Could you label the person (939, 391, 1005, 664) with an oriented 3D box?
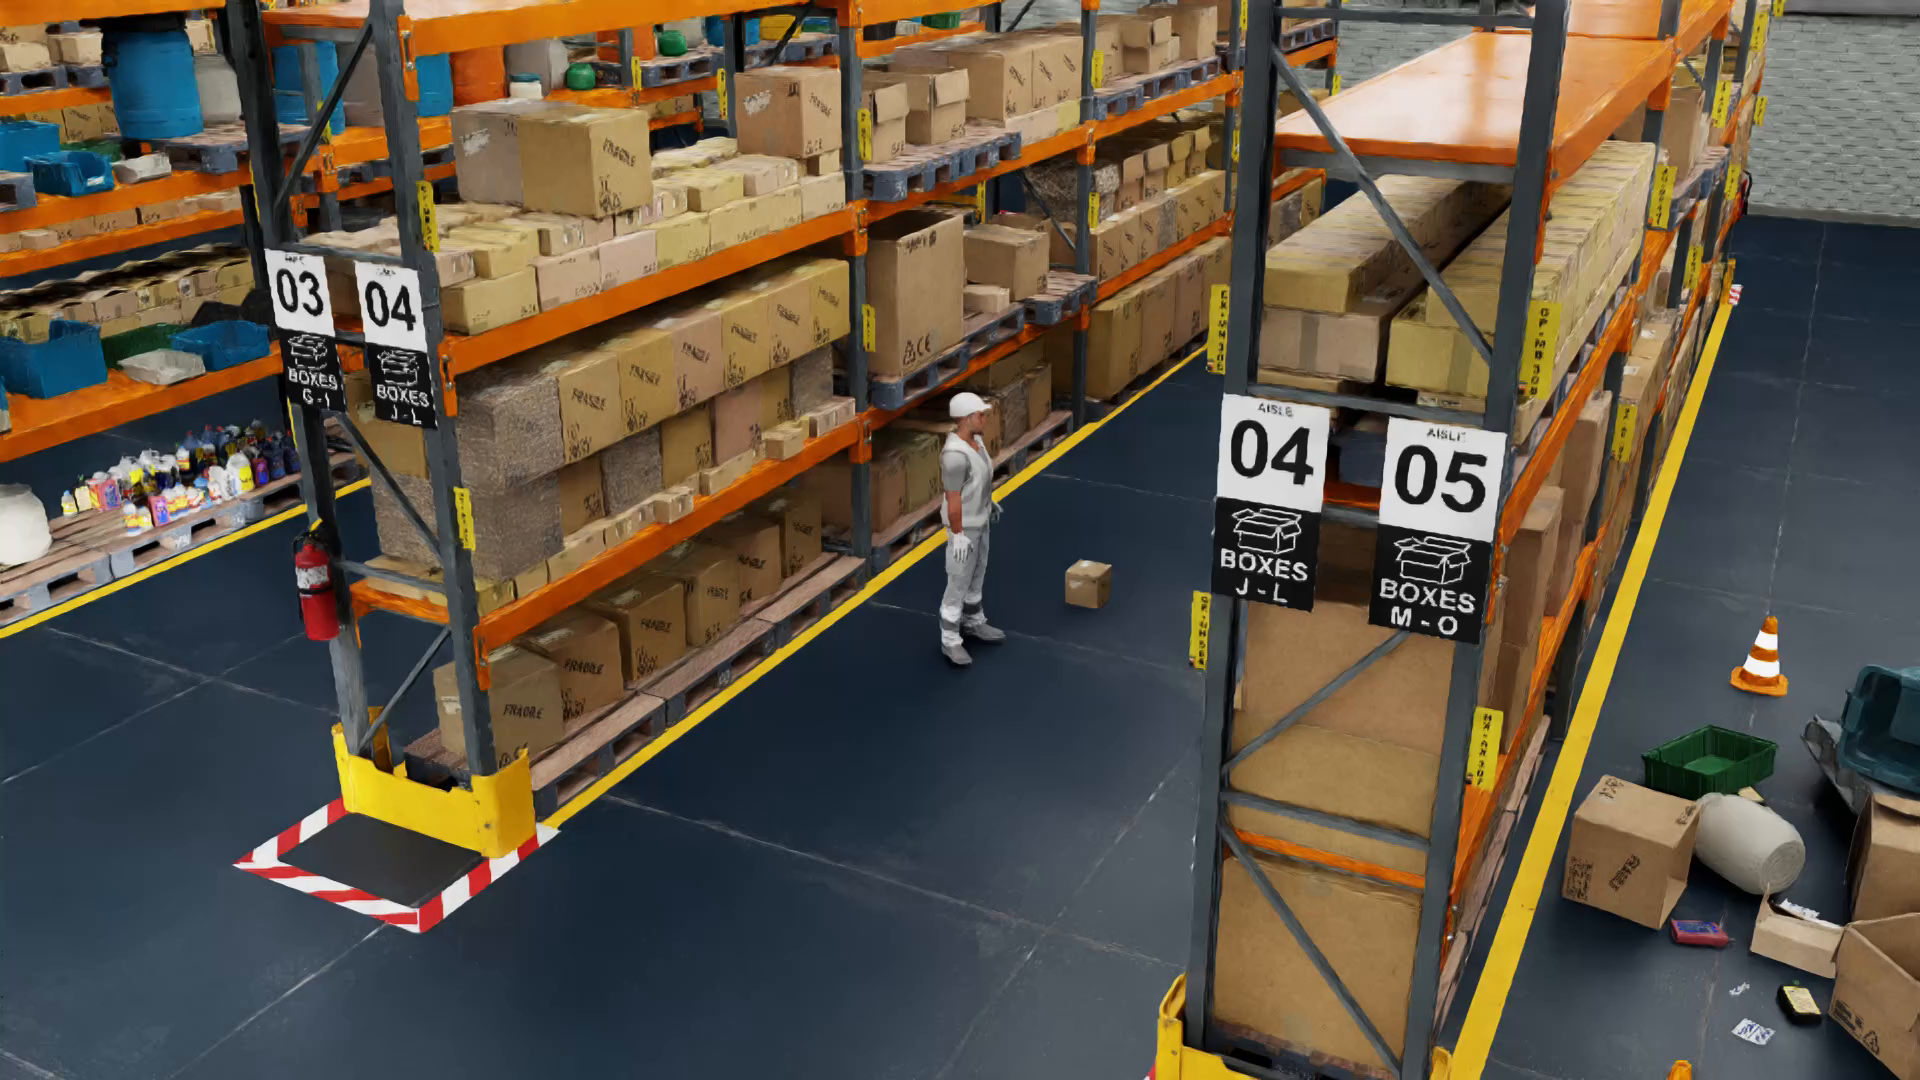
[{"bbox_3d":[0.083,-0.120,10.925,0.393,1.800,0.668,7,23,15],"label":"person"}]
